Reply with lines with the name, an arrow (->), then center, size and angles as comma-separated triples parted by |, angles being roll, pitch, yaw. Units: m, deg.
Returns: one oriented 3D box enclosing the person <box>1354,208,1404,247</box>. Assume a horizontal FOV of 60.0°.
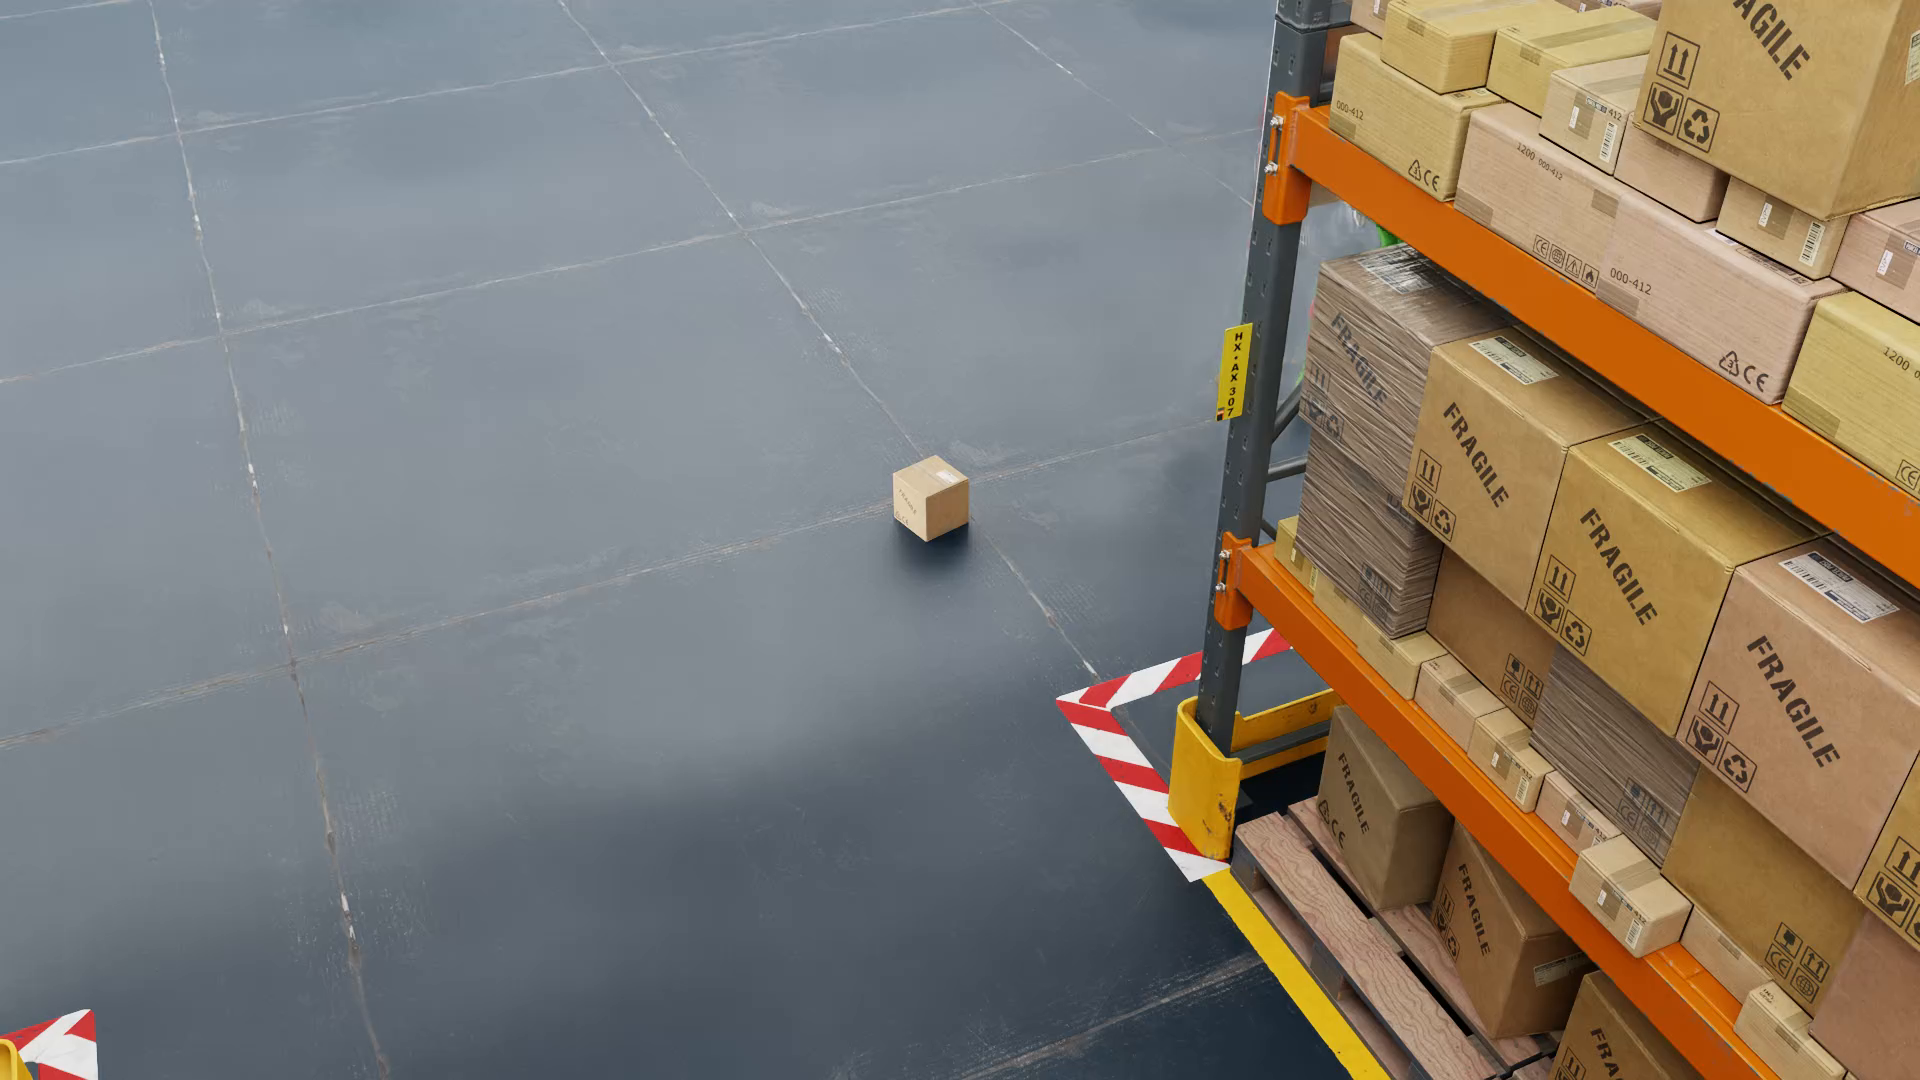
person -> 2.225, -1.692, 8.358 | 0.757, 1.766, 0.539 | -24, 43, -29
